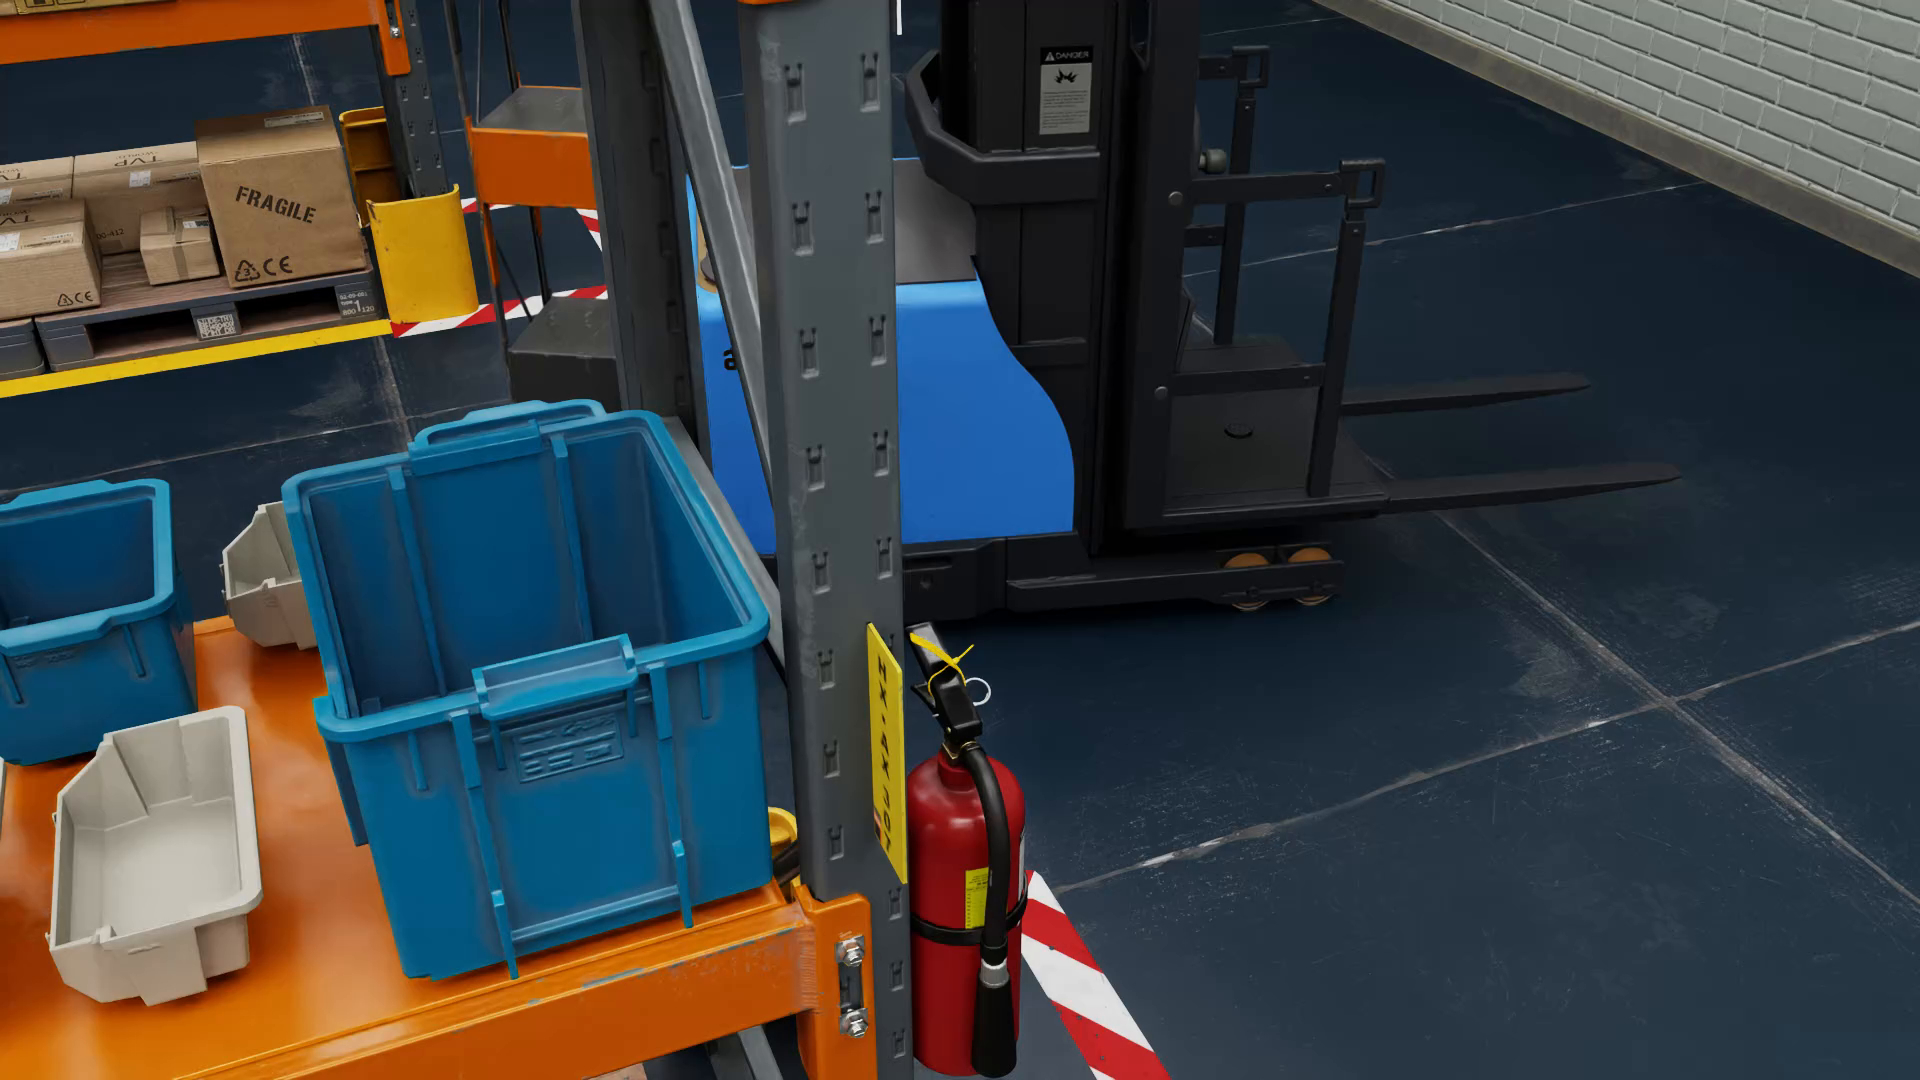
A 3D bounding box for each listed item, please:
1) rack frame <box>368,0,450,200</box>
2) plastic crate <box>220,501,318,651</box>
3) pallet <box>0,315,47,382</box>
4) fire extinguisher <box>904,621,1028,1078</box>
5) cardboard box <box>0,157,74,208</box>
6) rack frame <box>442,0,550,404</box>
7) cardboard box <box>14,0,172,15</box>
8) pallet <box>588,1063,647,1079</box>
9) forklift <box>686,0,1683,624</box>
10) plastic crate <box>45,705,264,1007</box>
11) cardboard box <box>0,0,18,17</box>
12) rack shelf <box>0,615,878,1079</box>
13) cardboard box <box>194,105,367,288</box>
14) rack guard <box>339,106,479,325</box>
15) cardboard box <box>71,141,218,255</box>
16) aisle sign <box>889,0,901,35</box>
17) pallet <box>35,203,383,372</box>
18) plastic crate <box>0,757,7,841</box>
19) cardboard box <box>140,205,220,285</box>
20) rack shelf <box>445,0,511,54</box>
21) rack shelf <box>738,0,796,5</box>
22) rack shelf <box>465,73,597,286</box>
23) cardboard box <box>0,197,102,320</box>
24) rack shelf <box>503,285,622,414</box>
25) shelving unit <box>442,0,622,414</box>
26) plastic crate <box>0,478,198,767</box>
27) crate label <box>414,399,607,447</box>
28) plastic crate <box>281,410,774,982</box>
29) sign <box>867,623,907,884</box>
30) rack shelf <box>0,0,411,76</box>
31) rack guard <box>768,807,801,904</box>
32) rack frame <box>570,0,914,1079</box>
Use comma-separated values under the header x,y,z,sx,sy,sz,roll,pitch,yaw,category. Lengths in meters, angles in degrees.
x,y,z,sx,sy,sz,roll,pitch,yaw,category
-2.227,-2.441,6.251,0.127,3.000,1.000,-13,35,-19,rack frame
-0.996,0.049,2.612,0.298,0.136,0.250,-13,35,-19,plastic crate
-4.155,-0.832,6.335,1.213,0.211,1.003,-13,35,-19,pallet
0.002,0.436,2.242,0.183,0.674,0.296,-13,35,-19,fire extinguisher
-3.760,-1.290,6.599,0.500,0.250,0.500,-13,35,-19,cardboard box
-1.379,-1.103,5.019,0.015,2.100,0.400,4,33,7,rack frame
-3.012,-2.140,5.697,0.500,0.500,0.500,-13,35,-19,cardboard box
-1.089,1.374,2.945,1.213,0.211,1.003,-13,35,-19,pallet
0.695,-1.304,4.567,3.031,2.935,1.130,-5,33,-7,forklift
-0.995,0.399,2.073,0.243,0.136,0.396,-13,35,-19,plastic crate
-3.474,-2.038,5.540,0.500,0.500,0.500,-13,35,-19,cardboard box
-2.157,0.774,1.969,4.000,0.370,1.077,-13,35,-19,rack shelf
-2.633,-1.339,6.446,0.500,0.500,0.500,-13,35,-19,cardboard box
-2.297,-1.377,6.908,0.348,0.500,1.175,-13,35,-19,rack guard
-3.299,-1.395,6.762,0.500,0.250,0.500,-13,35,-19,cardboard box
-0.133,-0.907,1.510,0.004,0.787,0.394,-13,35,-19,aisle sign
-3.032,-1.087,6.728,1.213,0.211,1.003,-13,35,-19,pallet
-1.268,0.453,1.990,0.243,0.136,0.396,-13,35,-19,plastic crate
-3.042,-1.159,6.475,0.250,0.166,0.380,-13,35,-19,cardboard box
-1.138,-1.659,4.615,0.480,0.518,0.431,4,33,7,rack shelf
-2.157,-0.483,1.151,4.000,0.370,1.077,-13,35,-19,rack shelf
-1.137,-1.073,4.998,0.480,0.518,0.431,4,33,7,rack shelf
-3.521,-1.049,6.229,0.500,0.250,0.500,-13,35,-19,cardboard box
-1.137,-0.487,5.381,0.480,0.518,0.431,4,33,7,rack shelf
-1.137,-1.085,4.991,0.503,2.100,0.431,4,33,7,shelving unit
-1.275,0.121,2.412,0.300,0.233,0.416,-13,35,-19,plastic crate
-0.668,-0.018,2.625,0.303,0.233,0.416,-13,35,-19,crate label
-0.550,0.175,2.143,0.499,0.435,0.616,-13,35,-19,plastic crate
-0.085,0.255,1.957,0.005,0.325,0.100,-13,35,-19,sign
-4.071,-1.717,5.798,4.000,0.370,1.077,-13,35,-19,rack shelf
-0.296,1.087,3.121,0.348,0.500,1.175,-13,35,-19,rack guard
-0.313,0.051,2.422,0.127,3.000,1.000,-13,35,-19,rack frame
